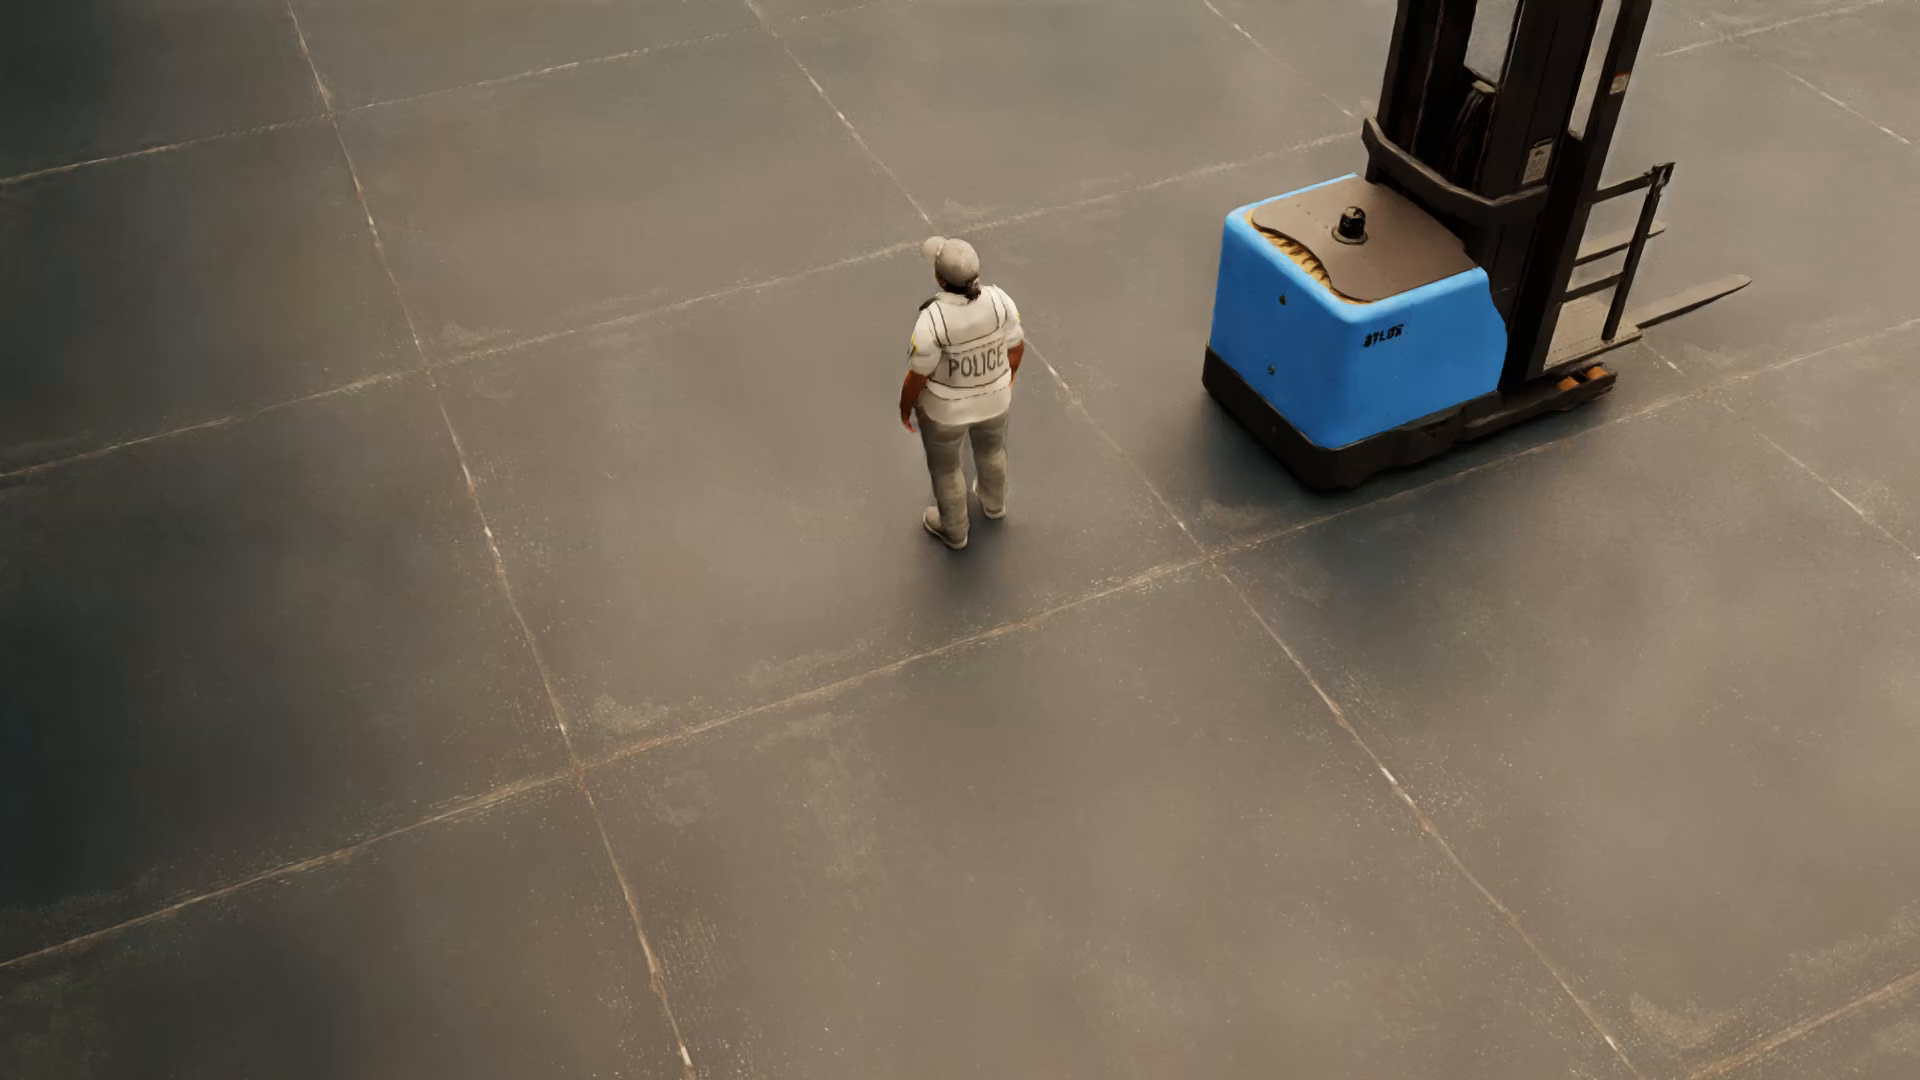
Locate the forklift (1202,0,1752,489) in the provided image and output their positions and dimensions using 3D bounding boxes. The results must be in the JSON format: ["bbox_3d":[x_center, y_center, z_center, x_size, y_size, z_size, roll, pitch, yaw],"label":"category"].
[{"bbox_3d":[2.799,-2.037,7.863,3.031,2.935,1.130,-20,47,-20],"label":"forklift"}]

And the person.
[{"bbox_3d":[-0.012,-0.668,7.313,0.598,1.669,0.529,-18,46,-18],"label":"person"}]
